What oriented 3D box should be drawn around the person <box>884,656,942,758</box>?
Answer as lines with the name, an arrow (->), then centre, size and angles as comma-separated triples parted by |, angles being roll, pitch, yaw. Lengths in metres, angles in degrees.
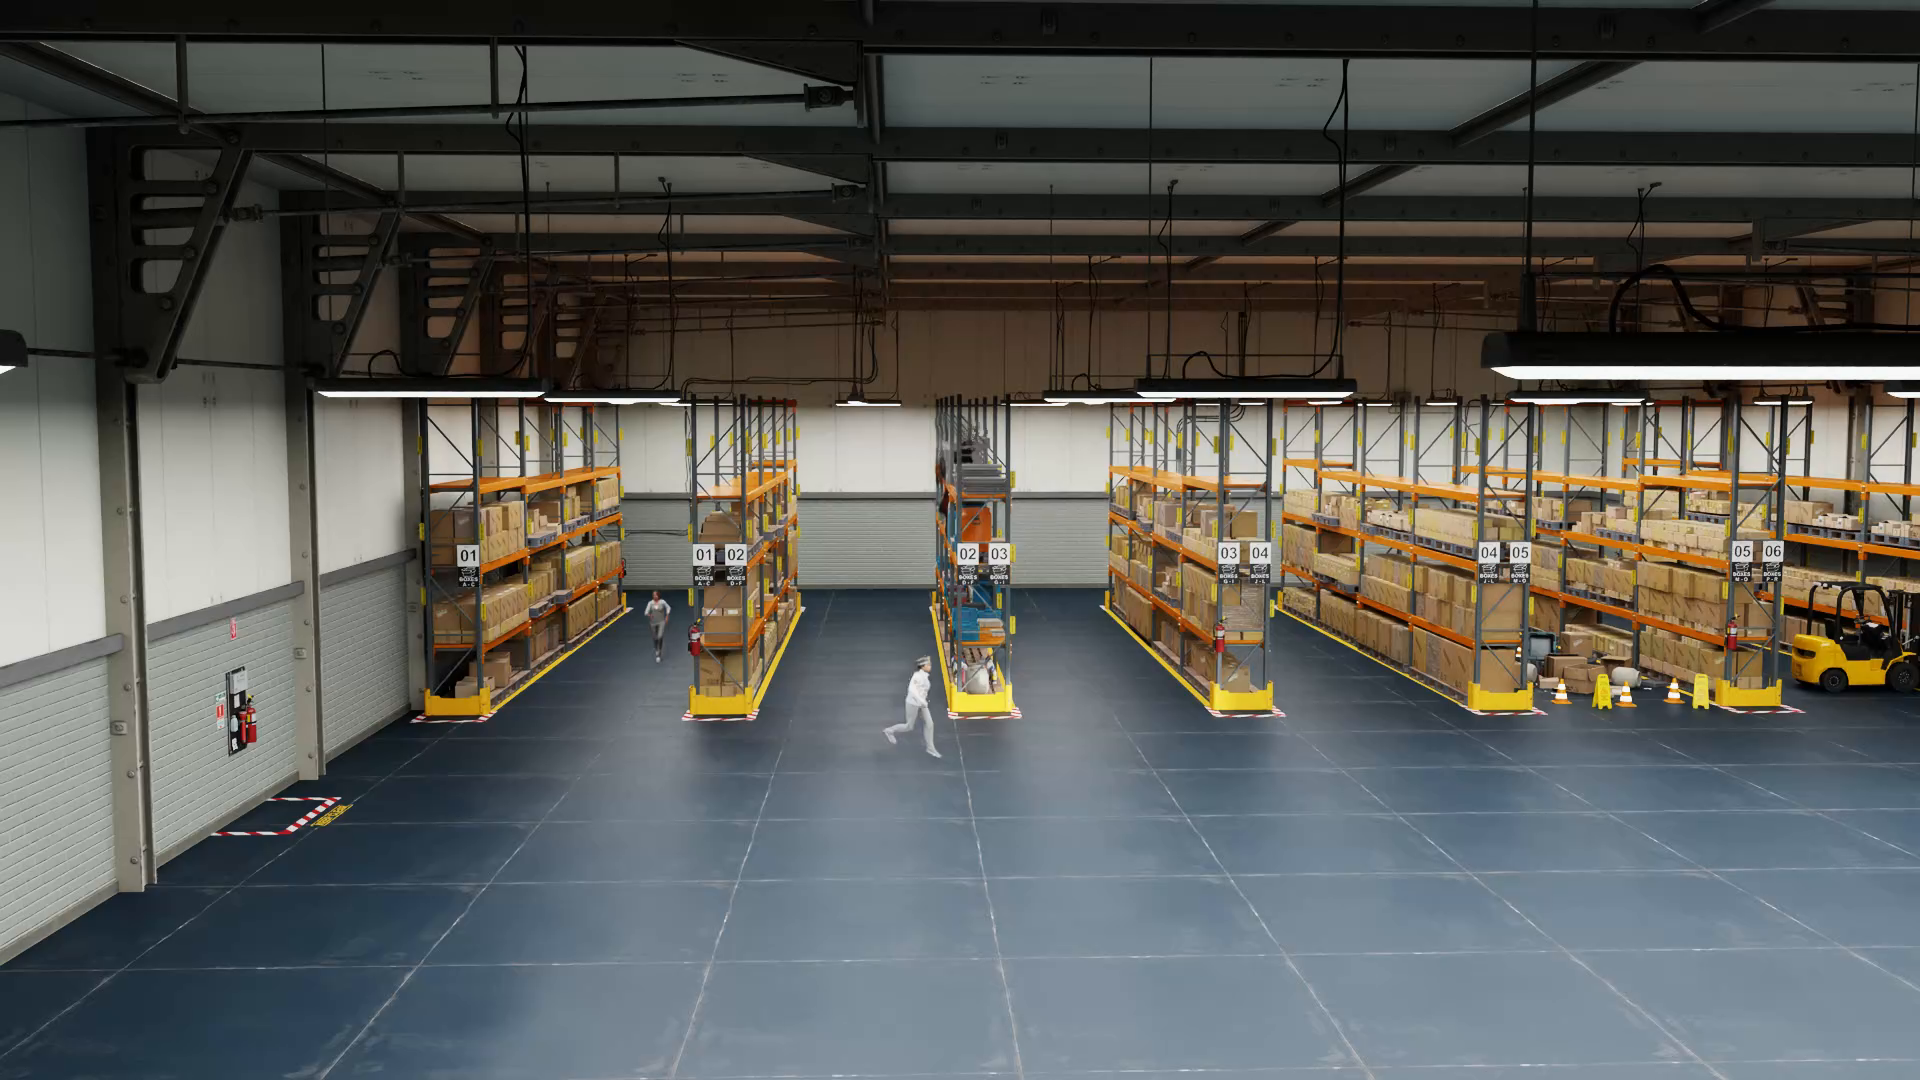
person -> -0.768, 2.744, 27.530 | 1.024, 1.681, 0.619 | 2, 5, 23

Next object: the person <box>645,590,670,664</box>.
person -> -6.885, 1.950, 37.799 | 0.546, 1.628, 0.804 | 0, 4, -1
